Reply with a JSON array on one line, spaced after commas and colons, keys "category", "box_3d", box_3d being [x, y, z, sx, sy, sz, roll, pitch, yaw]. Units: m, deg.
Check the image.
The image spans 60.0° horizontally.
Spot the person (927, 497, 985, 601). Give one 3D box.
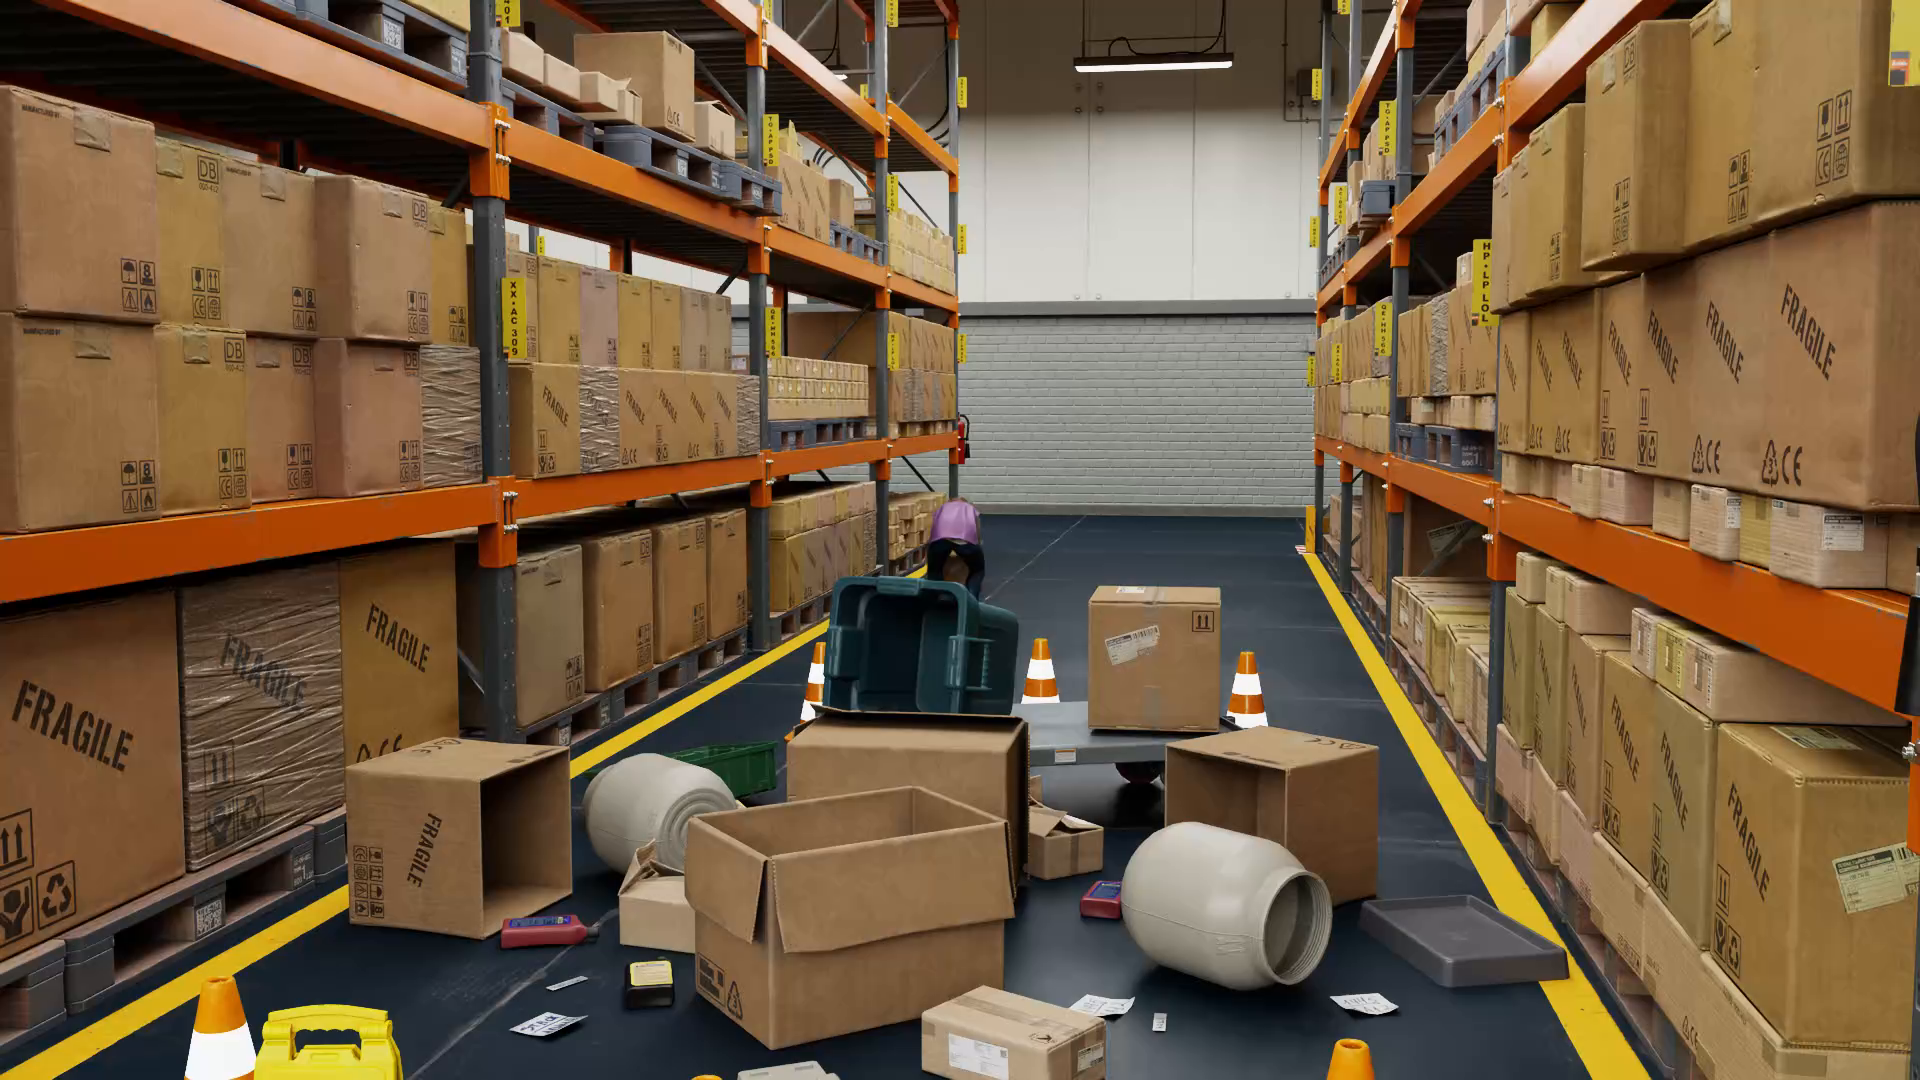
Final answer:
[{"category": "person", "box_3d": [-0.028, 0.162, 12.252, 0.429, 0.928, 0.862, 0, 5, 5]}]
